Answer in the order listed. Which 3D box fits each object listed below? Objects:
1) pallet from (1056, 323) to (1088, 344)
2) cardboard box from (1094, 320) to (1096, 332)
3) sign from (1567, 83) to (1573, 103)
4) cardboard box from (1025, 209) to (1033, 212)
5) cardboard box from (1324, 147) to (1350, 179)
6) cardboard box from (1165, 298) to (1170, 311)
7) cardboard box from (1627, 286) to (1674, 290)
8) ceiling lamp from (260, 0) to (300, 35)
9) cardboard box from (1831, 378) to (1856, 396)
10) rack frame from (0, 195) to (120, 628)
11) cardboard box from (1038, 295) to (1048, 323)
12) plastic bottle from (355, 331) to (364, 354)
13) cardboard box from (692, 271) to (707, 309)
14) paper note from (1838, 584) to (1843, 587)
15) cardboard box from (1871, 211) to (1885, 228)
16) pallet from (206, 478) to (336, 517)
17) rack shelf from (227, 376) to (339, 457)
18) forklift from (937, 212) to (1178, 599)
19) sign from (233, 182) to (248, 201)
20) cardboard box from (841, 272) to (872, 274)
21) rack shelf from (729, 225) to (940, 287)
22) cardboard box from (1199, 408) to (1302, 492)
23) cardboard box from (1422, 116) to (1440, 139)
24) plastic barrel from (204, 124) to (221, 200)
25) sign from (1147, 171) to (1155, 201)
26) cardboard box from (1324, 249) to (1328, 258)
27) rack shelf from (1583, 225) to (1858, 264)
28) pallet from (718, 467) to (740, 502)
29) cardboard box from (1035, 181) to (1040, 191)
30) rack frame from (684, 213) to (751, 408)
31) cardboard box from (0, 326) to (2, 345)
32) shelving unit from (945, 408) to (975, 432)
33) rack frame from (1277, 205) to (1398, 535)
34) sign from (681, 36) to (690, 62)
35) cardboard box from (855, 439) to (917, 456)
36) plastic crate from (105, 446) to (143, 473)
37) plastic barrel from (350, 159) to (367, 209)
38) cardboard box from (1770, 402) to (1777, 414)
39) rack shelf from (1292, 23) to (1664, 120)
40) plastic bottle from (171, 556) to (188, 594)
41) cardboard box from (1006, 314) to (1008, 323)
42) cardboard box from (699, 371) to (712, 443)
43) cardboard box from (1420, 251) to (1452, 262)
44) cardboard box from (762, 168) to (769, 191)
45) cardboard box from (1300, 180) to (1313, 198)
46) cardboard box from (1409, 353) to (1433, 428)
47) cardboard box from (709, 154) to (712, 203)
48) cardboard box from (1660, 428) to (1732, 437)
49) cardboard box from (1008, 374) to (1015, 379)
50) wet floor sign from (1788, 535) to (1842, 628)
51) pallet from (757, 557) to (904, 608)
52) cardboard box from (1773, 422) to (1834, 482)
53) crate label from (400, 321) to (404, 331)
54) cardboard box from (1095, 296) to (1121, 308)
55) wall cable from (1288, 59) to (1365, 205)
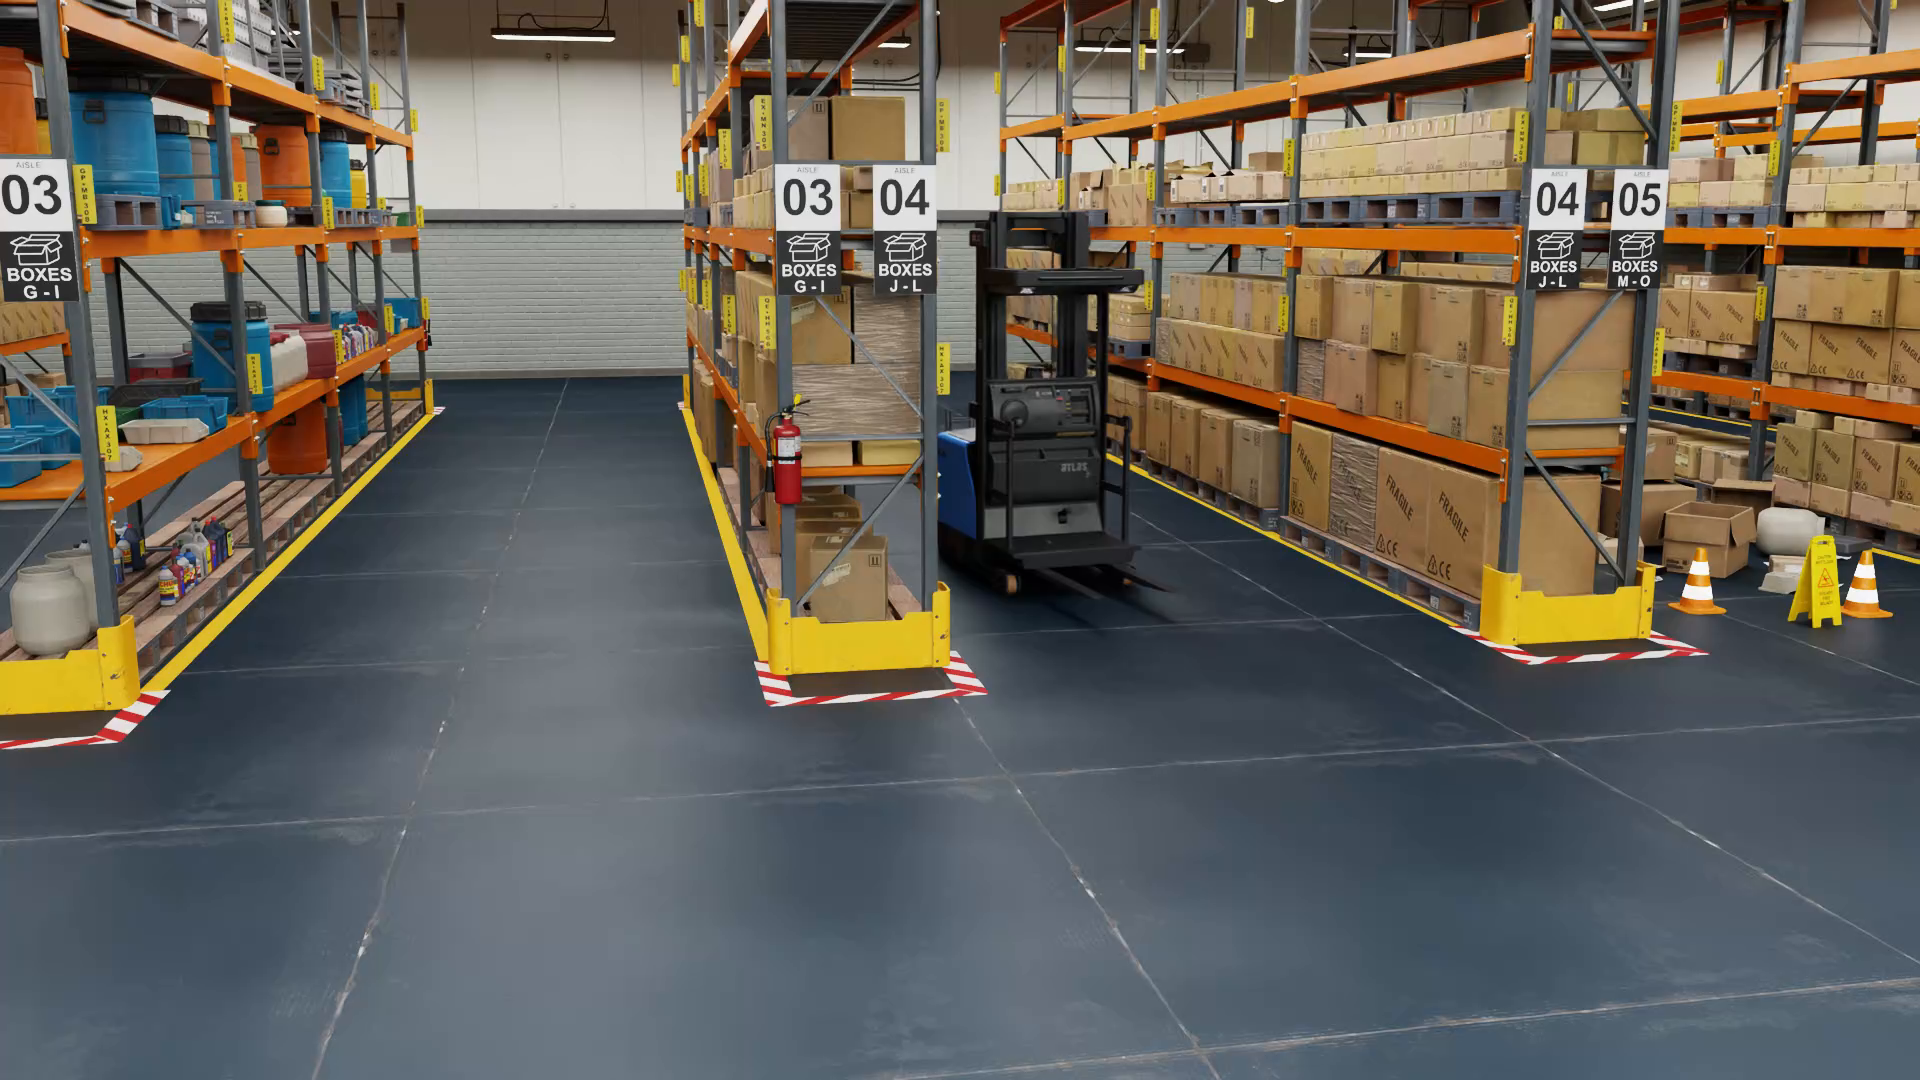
[{"bbox_3d":[1.910,-2.767,22.226,1.003,0.211,1.213,-2,11,-11],"label":"pallet"},{"bbox_3d":[1.891,-2.665,20.727,0.380,0.149,0.250,-2,11,-9],"label":"cardboard box"},{"bbox_3d":[10.298,-7.546,28.063,0.100,0.325,0.005,-2,11,-11],"label":"sign"},{"bbox_3d":[1.264,-4.763,24.578,0.500,0.250,0.500,-2,11,-11],"label":"cardboard box"},{"bbox_3d":[3.380,-3.149,13.910,0.500,0.250,0.500,-2,11,-11],"label":"cardboard box"},{"bbox_3d":[2.684,-2.835,20.025,0.380,0.149,0.250,-2,11,-11],"label":"cardboard box"},{"bbox_3d":[7.597,-2.590,18.596,0.500,0.500,0.500,-2,11,-10],"label":"cardboard box"},{"bbox_3d":[-11.544,-9.616,26.042,2.000,3.185,0.800,-2,11,-11],"label":"ceiling lamp"},{"bbox_3d":[8.238,-1.407,15.237,0.380,0.149,0.250,-2,11,-9],"label":"cardboard box"},{"bbox_3d":[-5.505,-0.464,9.613,1.000,3.000,0.127,-2,11,-11],"label":"rack frame"},{"bbox_3d":[1.433,-3.376,23.848,0.500,0.500,0.500,-2,11,-13],"label":"cardboard box"},{"bbox_3d":[-7.276,-2.384,20.032,0.152,0.276,0.135,-2,11,-11],"label":"plastic bottle"},{"bbox_3d":[-3.426,-3.453,22.914,0.500,0.500,0.500,-2,11,-10],"label":"cardboard box"},{"bbox_3d":[6.938,0.353,13.261,0.148,0.019,0.142,-6,13,-31],"label":"paper note"},{"bbox_3d":[8.319,-2.834,14.714,0.380,0.149,0.250,-2,11,-13],"label":"cardboard box"},{"bbox_3d":[-6.949,-0.418,16.829,1.003,0.211,1.213,-2,11,-11],"label":"pallet"},{"bbox_3d":[-6.672,-1.211,15.462,1.077,0.370,4.000,-2,11,-11],"label":"rack shelf"},{"bbox_3d":[0.756,-1.095,13.108,1.130,2.935,3.031,-4,11,-19],"label":"forklift"},{"bbox_3d":[-5.741,-2.694,13.281,0.100,0.325,0.005,-2,11,-11],"label":"sign"},{"bbox_3d":[-0.969,-1.900,13.420,0.500,0.500,0.500,-2,11,-11],"label":"cardboard box"},{"bbox_3d":[-1.036,-2.131,12.273,1.077,0.370,4.000,-2,11,-11],"label":"rack shelf"},{"bbox_3d":[3.067,-0.929,16.946,1.050,0.750,0.750,-2,11,-11],"label":"cardboard box"},{"bbox_3d":[3.644,-3.039,12.267,0.380,0.149,0.250,-2,11,-11],"label":"cardboard box"},{"bbox_3d":[-6.849,-3.243,14.849,0.600,0.901,0.708,-2,11,-11],"label":"plastic barrel"},{"bbox_3d":[2.149,-3.982,18.688,0.100,0.325,0.005,-2,11,-11],"label":"sign"},{"bbox_3d":[5.990,-4.532,26.307,0.380,0.149,0.250,-2,11,-10],"label":"cardboard box"},{"bbox_3d":[7.907,-3.225,18.021,1.077,0.370,4.000,-2,11,-11],"label":"rack shelf"},{"bbox_3d":[-2.052,-0.598,17.776,1.003,0.211,1.213,-2,11,-11],"label":"pallet"},{"bbox_3d":[1.298,-5.132,24.113,0.380,0.149,0.250,-2,11,-11],"label":"cardboard box"},{"bbox_3d":[-3.759,-3.579,25.977,1.000,3.000,0.127,-2,11,-11],"label":"rack frame"},{"bbox_3d":[-12.633,-2.732,21.260,0.500,0.500,0.500,-2,11,-10],"label":"cardboard box"},{"bbox_3d":[0.003,-0.587,15.070,0.258,1.200,0.189,-2,11,-11],"label":"shelving unit"},{"bbox_3d":[3.460,-1.540,15.264,1.000,3.000,0.127,-2,11,-11],"label":"rack frame"},{"bbox_3d":[-3.530,-6.313,21.377,0.100,0.325,0.005,-2,11,-11],"label":"sign"},{"bbox_3d":[-0.498,-0.628,11.147,0.380,0.149,0.250,-2,11,-11],"label":"cardboard box"},{"bbox_3d":[-5.364,-0.510,10.561,0.298,0.136,0.250,-2,11,-11],"label":"plastic crate"},{"bbox_3d":[-7.463,-4.277,19.998,0.600,0.588,0.600,0,11,0],"label":"plastic barrel"},{"bbox_3d":[11.688,-2.079,23.660,0.500,0.500,0.500,-2,11,-13],"label":"cardboard box"},{"bbox_3d":[3.849,-3.570,12.880,1.077,0.370,4.000,-2,11,-11],"label":"rack shelf"},{"bbox_3d":[-5.619,0.253,11.964,0.097,0.271,0.097,0,11,0],"label":"plastic bottle"},{"bbox_3d":[0.868,-3.546,26.476,0.380,0.149,0.250,-2,11,-11],"label":"cardboard box"},{"bbox_3d":[-2.482,-1.565,19.957,1.225,0.875,0.875,-2,11,-11],"label":"cardboard box"},{"bbox_3d":[6.933,-4.132,24.206,0.380,0.149,0.250,-2,11,-12],"label":"cardboard box"},{"bbox_3d":[-1.103,-2.378,10.979,0.380,0.149,0.250,-3,11,-13],"label":"cardboard box"},{"bbox_3d":[3.197,-3.066,14.543,0.380,0.149,0.250,-2,11,-12],"label":"cardboard box"},{"bbox_3d":[4.007,-1.154,12.834,0.875,0.550,0.550,-2,11,-11],"label":"cardboard box"},{"bbox_3d":[-2.364,-3.784,17.429,0.500,0.500,0.500,-2,11,-10],"label":"cardboard box"},{"bbox_3d":[7.911,-1.009,18.380,0.950,0.372,0.625,-2,11,-9],"label":"cardboard box"},{"bbox_3d":[0.974,-2.535,26.198,0.380,0.149,0.250,-2,11,-11],"label":"cardboard box"},{"bbox_3d":[6.186,0.284,11.980,0.267,0.644,0.232,-4,12,-21],"label":"wet floor sign"},{"bbox_3d":[-1.019,0.338,12.856,1.003,0.211,1.213,-2,11,-11],"label":"pallet"},{"bbox_3d":[8.146,-0.844,15.835,0.500,0.500,0.500,-2,11,-8],"label":"cardboard box"},{"bbox_3d":[-8.161,-3.052,23.753,0.396,0.136,0.243,-2,11,-11],"label":"crate label"},{"bbox_3d":[1.888,-2.959,20.678,0.380,0.149,0.250,-2,11,-8],"label":"cardboard box"},{"bbox_3d":[8.057,-8.059,33.370,2.988,3.039,0.133,-2,11,-11],"label":"wall cable"}]
